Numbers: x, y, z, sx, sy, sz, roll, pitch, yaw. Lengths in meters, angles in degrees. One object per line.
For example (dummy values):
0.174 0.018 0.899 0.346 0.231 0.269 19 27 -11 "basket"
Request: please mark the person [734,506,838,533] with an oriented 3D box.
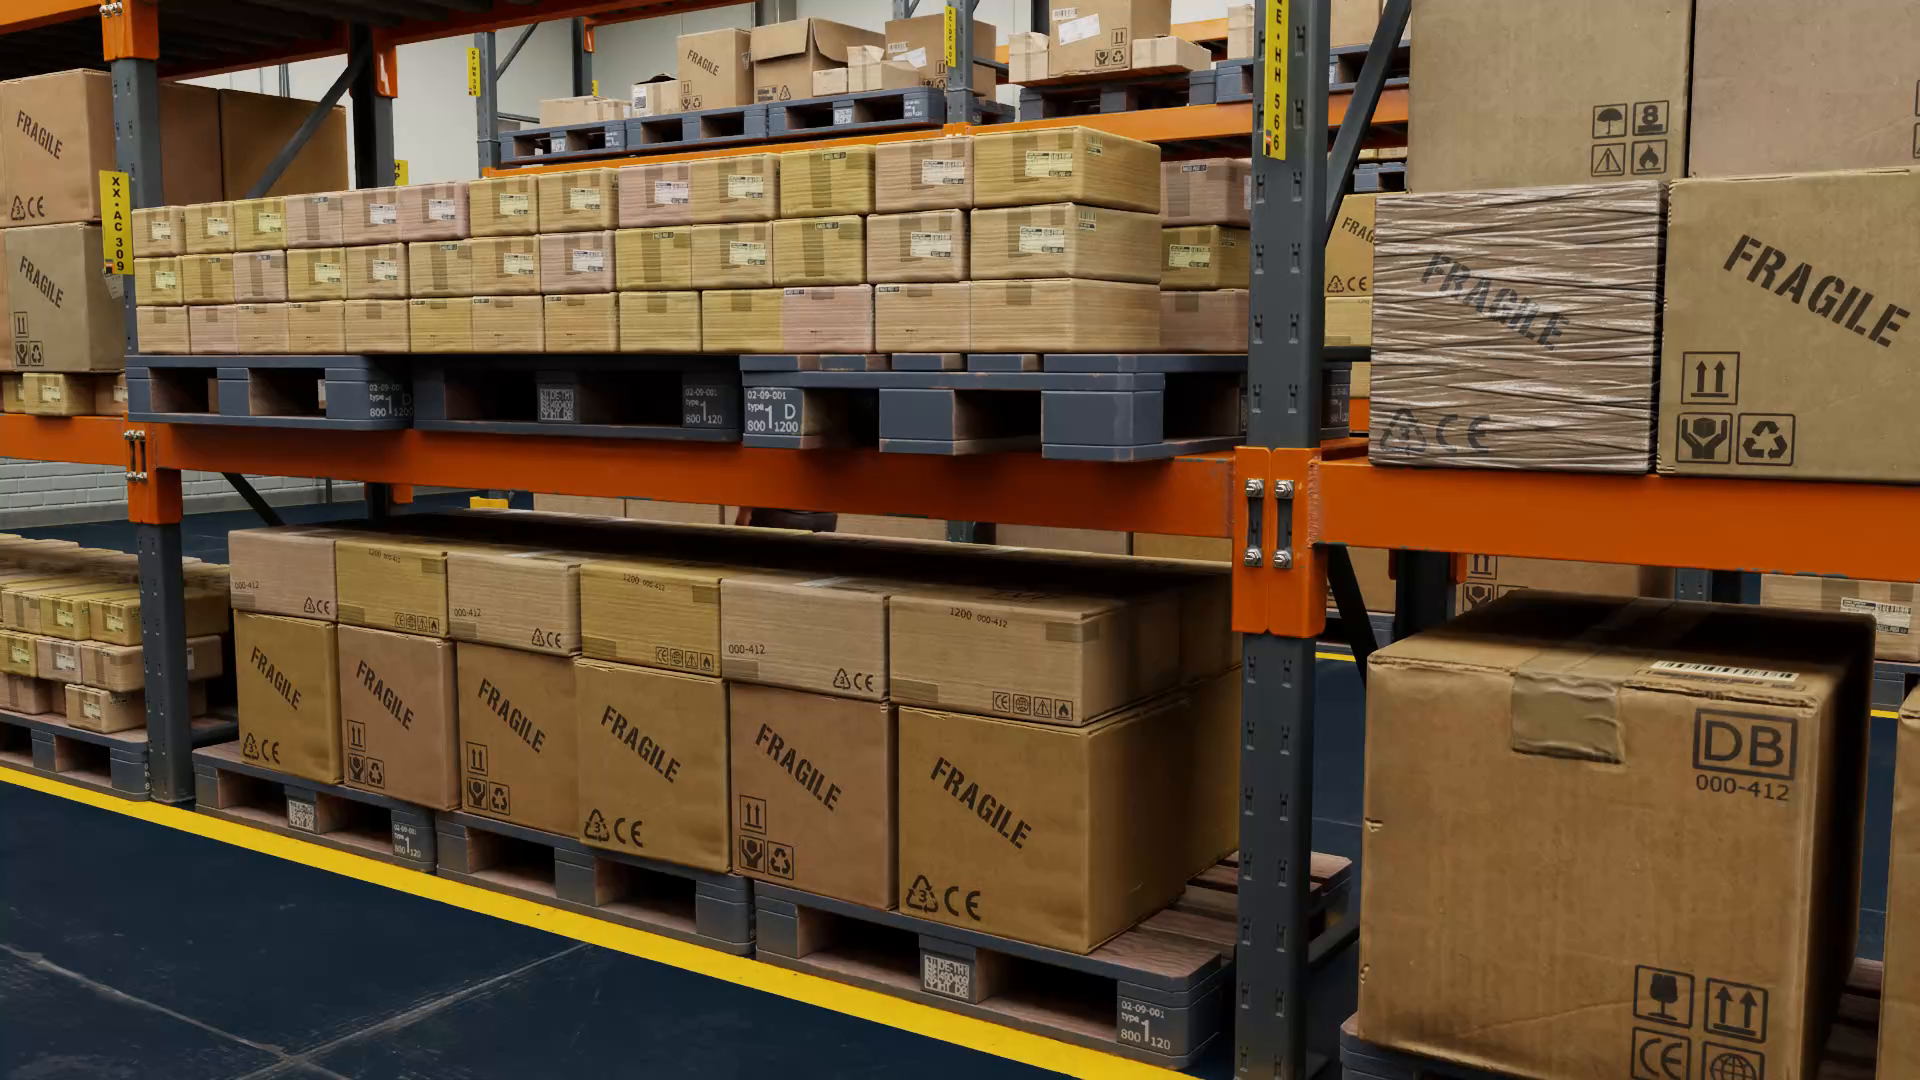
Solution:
-0.723 -0.120 6.971 0.461 1.721 0.580 4 7 33 "person"
